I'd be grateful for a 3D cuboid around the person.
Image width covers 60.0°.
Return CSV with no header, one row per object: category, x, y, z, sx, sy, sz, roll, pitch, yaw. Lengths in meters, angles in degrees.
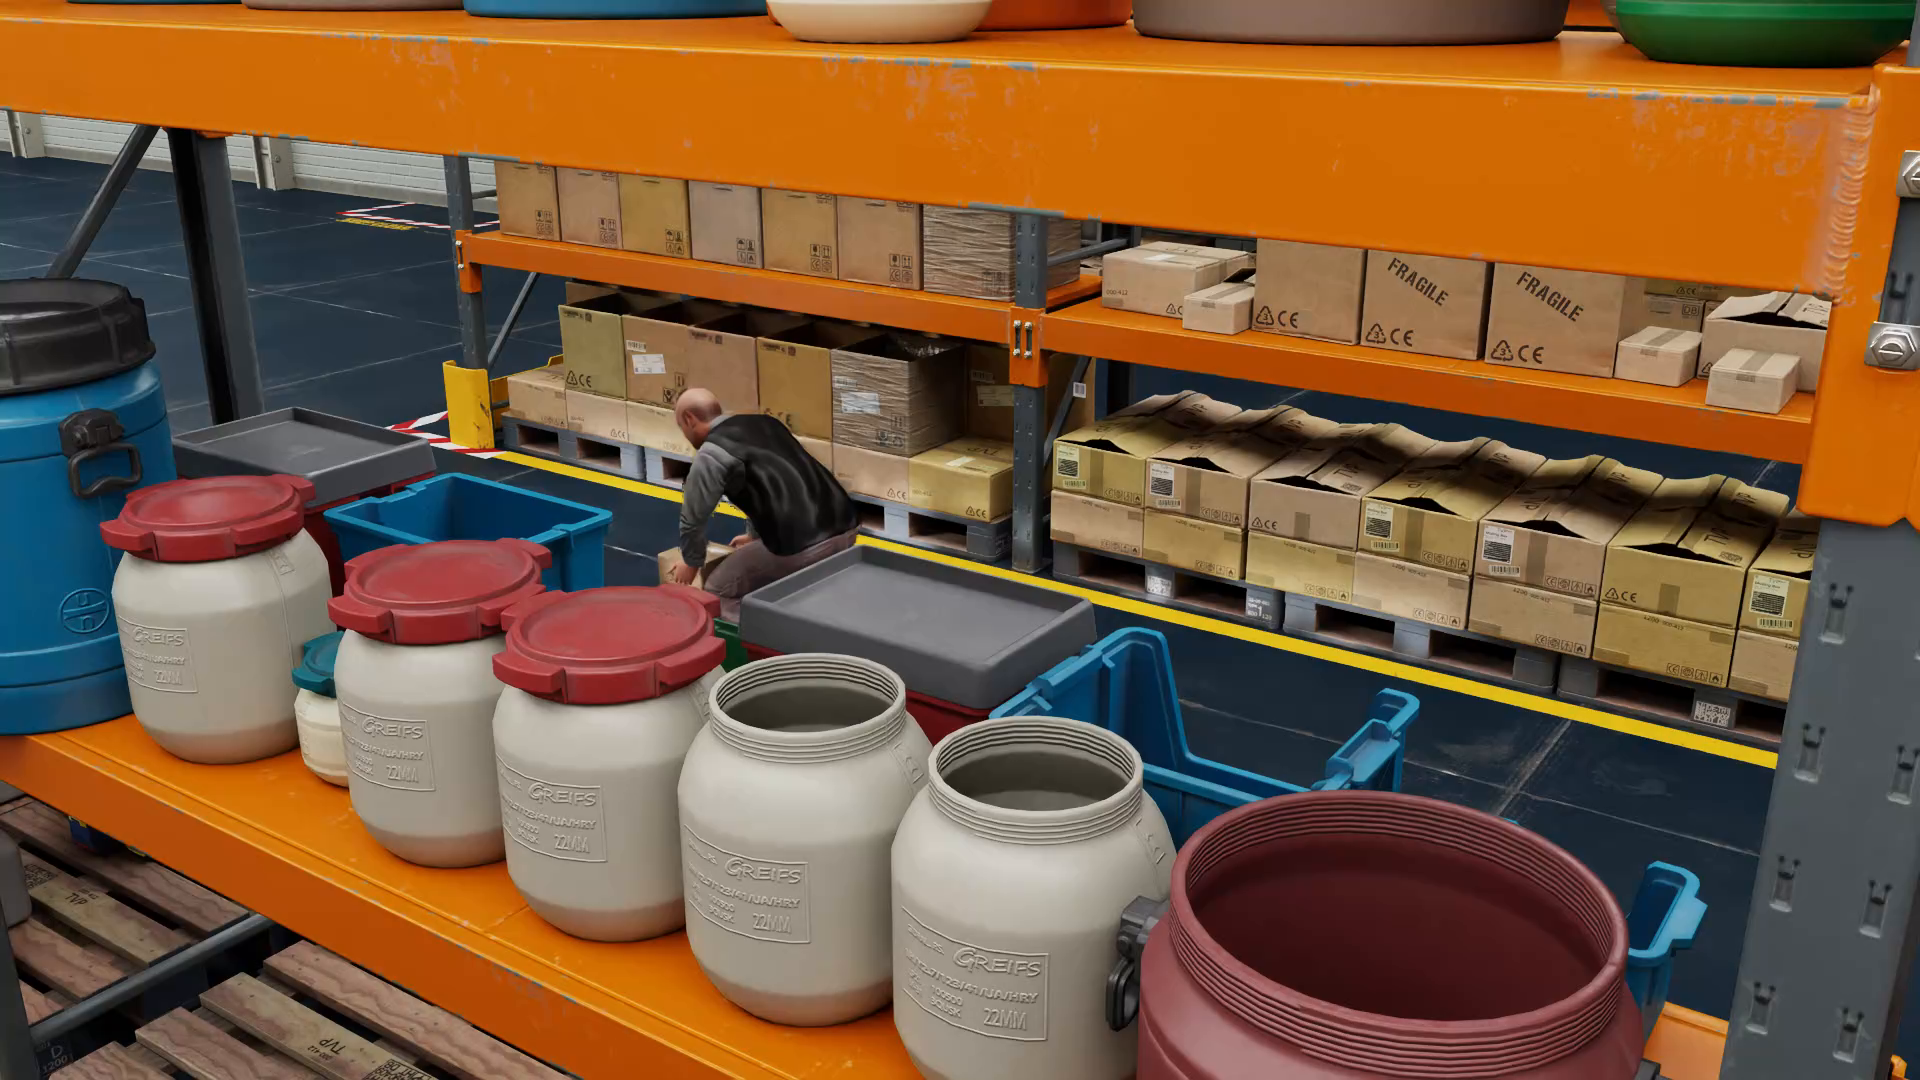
person,-0.829,-0.005,6.895,0.798,1.205,0.579,13,23,32
